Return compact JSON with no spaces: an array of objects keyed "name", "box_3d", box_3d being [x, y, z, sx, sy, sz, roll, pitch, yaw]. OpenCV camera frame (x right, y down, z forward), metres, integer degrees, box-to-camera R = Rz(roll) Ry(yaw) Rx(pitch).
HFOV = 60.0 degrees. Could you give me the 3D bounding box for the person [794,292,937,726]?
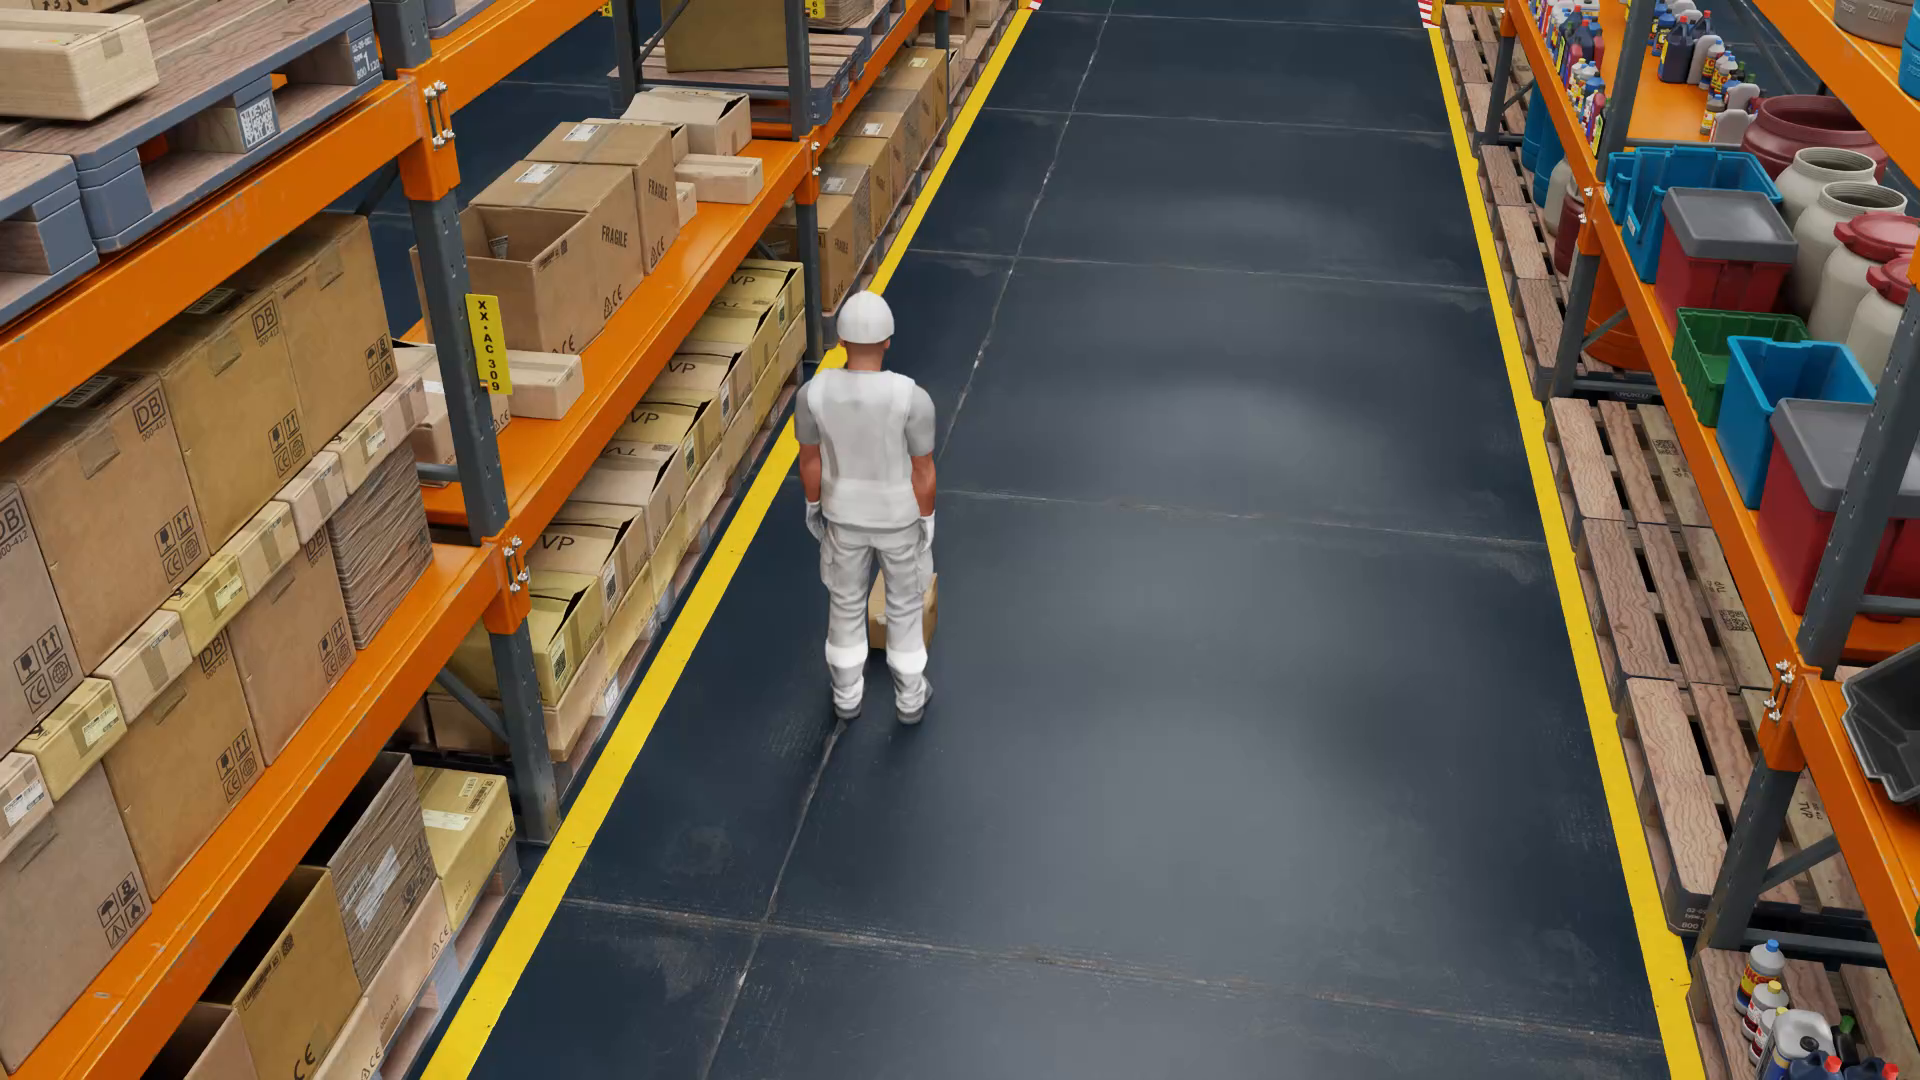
[{"name":"person","box_3d":[-0.334,-0.100,6.273,0.525,1.787,0.335,6,33,9]}]
